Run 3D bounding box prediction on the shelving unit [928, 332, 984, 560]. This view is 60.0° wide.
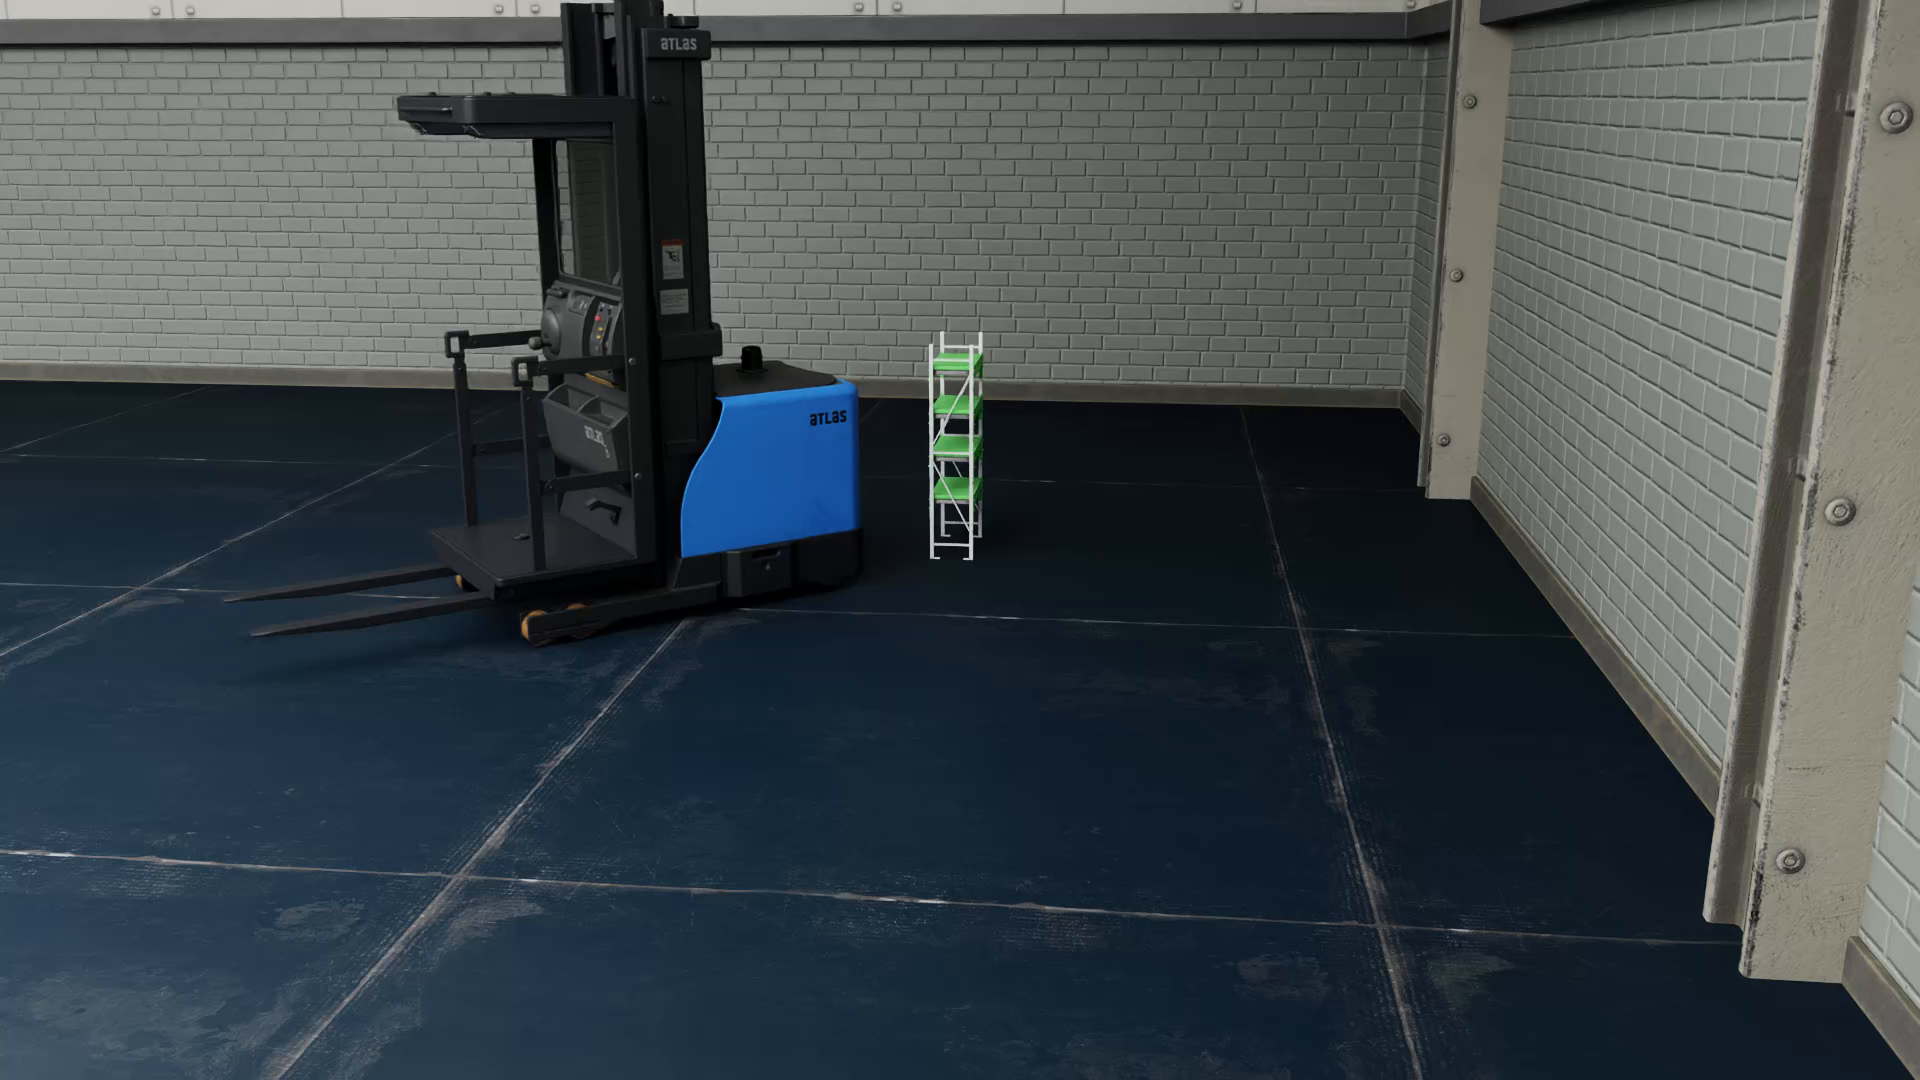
[{"bbox_3d":[-0.019,-0.536,9.347,0.258,1.200,0.503,2,15,6],"label":"shelving unit"}]

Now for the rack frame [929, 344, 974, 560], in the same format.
[{"bbox_3d":[-0.046,-0.473,9.113,0.240,1.200,0.015,2,15,6],"label":"rack frame"}]

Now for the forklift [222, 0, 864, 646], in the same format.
[{"bbox_3d":[-2.018,-1.073,8.016,3.031,2.935,1.130,-10,18,-32],"label":"forklift"}]

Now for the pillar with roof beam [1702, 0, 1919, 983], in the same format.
[{"bbox_3d":[-1.792,-3.229,4.364,9.100,9.000,0.400,2,15,6],"label":"pillar with roof beam"}]

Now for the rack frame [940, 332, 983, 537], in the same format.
[{"bbox_3d":[0.009,-0.600,9.581,0.240,1.200,0.015,2,15,6],"label":"rack frame"}]

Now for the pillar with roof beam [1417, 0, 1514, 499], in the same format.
[{"bbox_3d":[-1.115,-4.785,10.119,9.100,9.000,0.400,2,15,6],"label":"pillar with roof beam"}]

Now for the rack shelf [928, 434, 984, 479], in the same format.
[{"bbox_3d":[-0.019,-0.475,9.363,0.258,0.148,0.480,2,15,6],"label":"rack shelf"}]

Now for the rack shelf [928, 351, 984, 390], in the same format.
[{"bbox_3d":[-0.019,-0.938,9.238,0.258,0.148,0.480,2,15,6],"label":"rack shelf"}]

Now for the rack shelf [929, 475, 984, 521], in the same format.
[{"bbox_3d":[-0.019,-0.243,9.426,0.258,0.148,0.480,2,15,6],"label":"rack shelf"}]

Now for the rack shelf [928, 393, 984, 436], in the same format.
[{"bbox_3d":[-0.019,-0.706,9.301,0.258,0.148,0.480,2,15,6],"label":"rack shelf"}]
